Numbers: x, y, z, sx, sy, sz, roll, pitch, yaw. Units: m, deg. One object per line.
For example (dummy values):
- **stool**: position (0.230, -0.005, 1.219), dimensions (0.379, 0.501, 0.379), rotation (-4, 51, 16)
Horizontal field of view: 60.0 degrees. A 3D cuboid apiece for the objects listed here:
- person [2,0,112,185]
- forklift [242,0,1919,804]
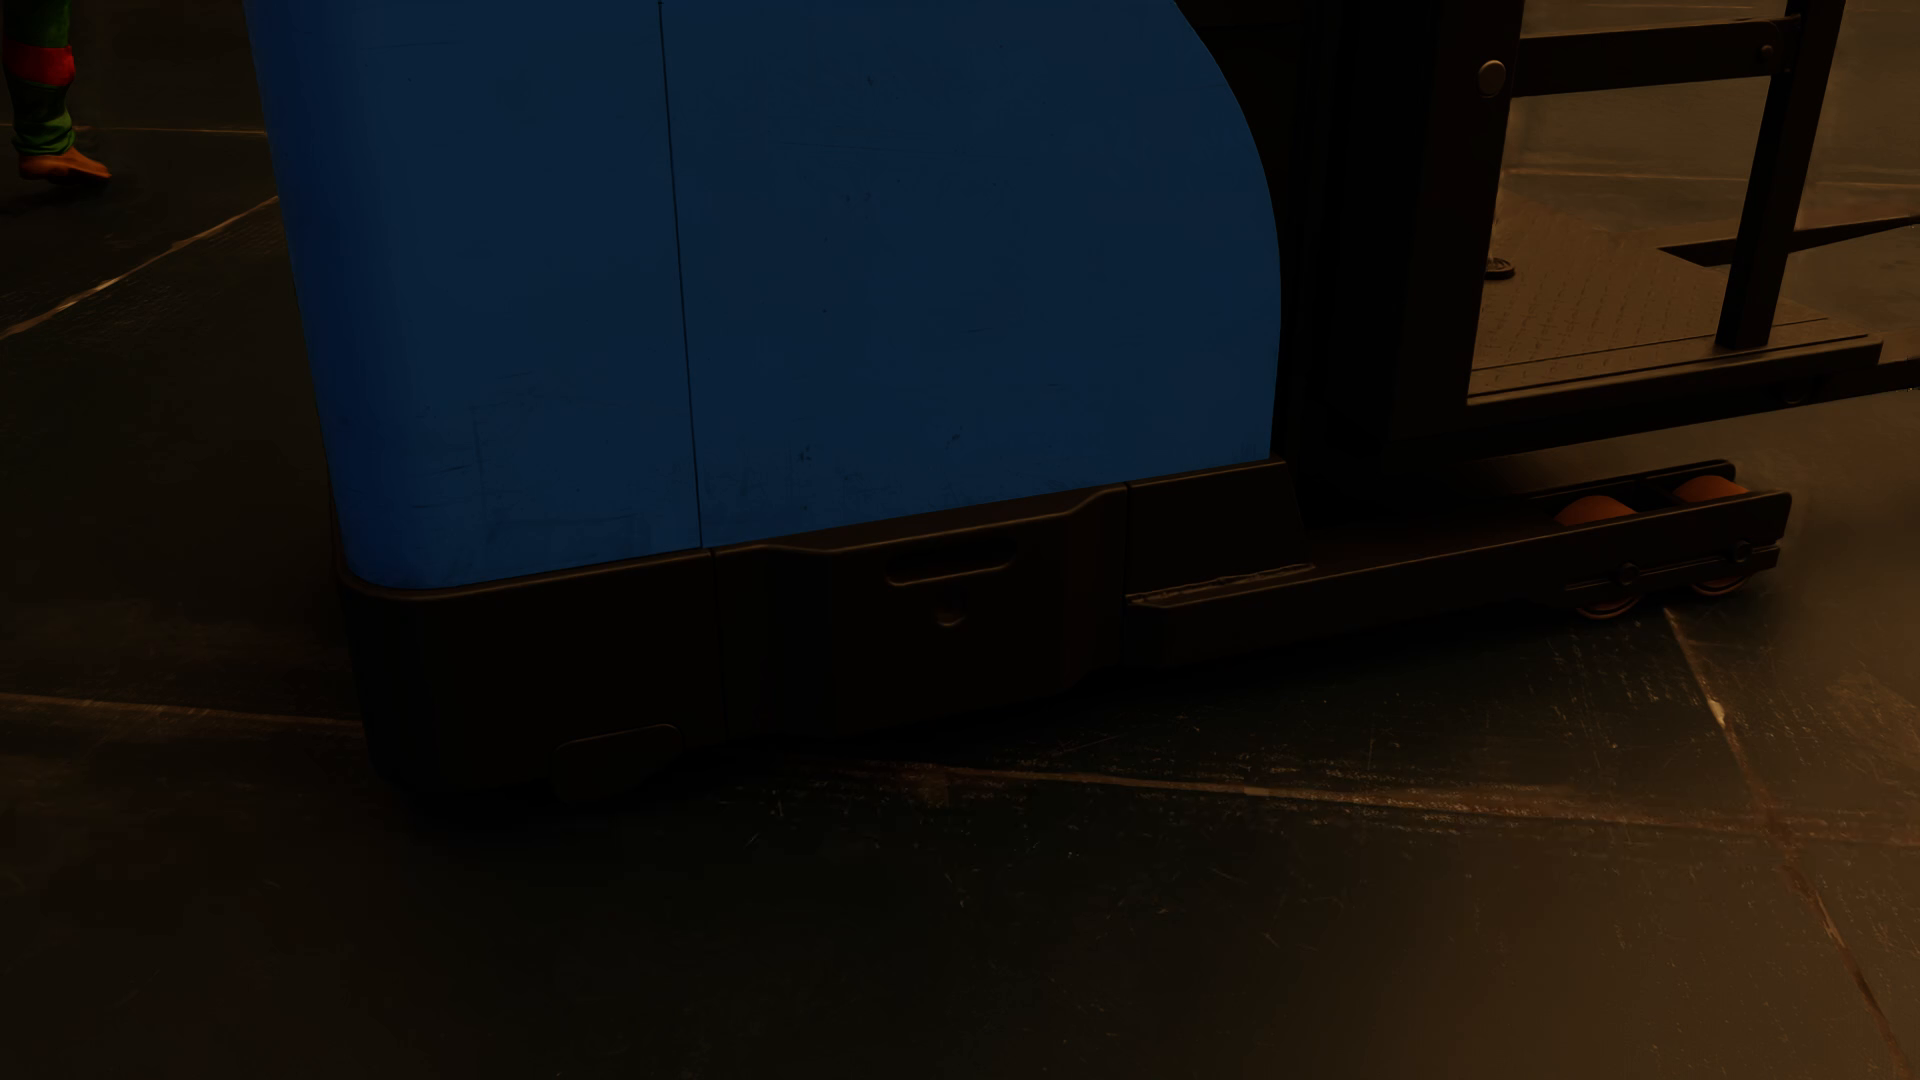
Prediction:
- **person**: position (-2.199, -1.471, 3.701), dimensions (0.779, 1.587, 0.810), rotation (-1, 27, -2)
- **forklift**: position (0.619, -1.414, 2.051), dimensions (3.031, 2.935, 1.130), rotation (-9, 28, -18)
